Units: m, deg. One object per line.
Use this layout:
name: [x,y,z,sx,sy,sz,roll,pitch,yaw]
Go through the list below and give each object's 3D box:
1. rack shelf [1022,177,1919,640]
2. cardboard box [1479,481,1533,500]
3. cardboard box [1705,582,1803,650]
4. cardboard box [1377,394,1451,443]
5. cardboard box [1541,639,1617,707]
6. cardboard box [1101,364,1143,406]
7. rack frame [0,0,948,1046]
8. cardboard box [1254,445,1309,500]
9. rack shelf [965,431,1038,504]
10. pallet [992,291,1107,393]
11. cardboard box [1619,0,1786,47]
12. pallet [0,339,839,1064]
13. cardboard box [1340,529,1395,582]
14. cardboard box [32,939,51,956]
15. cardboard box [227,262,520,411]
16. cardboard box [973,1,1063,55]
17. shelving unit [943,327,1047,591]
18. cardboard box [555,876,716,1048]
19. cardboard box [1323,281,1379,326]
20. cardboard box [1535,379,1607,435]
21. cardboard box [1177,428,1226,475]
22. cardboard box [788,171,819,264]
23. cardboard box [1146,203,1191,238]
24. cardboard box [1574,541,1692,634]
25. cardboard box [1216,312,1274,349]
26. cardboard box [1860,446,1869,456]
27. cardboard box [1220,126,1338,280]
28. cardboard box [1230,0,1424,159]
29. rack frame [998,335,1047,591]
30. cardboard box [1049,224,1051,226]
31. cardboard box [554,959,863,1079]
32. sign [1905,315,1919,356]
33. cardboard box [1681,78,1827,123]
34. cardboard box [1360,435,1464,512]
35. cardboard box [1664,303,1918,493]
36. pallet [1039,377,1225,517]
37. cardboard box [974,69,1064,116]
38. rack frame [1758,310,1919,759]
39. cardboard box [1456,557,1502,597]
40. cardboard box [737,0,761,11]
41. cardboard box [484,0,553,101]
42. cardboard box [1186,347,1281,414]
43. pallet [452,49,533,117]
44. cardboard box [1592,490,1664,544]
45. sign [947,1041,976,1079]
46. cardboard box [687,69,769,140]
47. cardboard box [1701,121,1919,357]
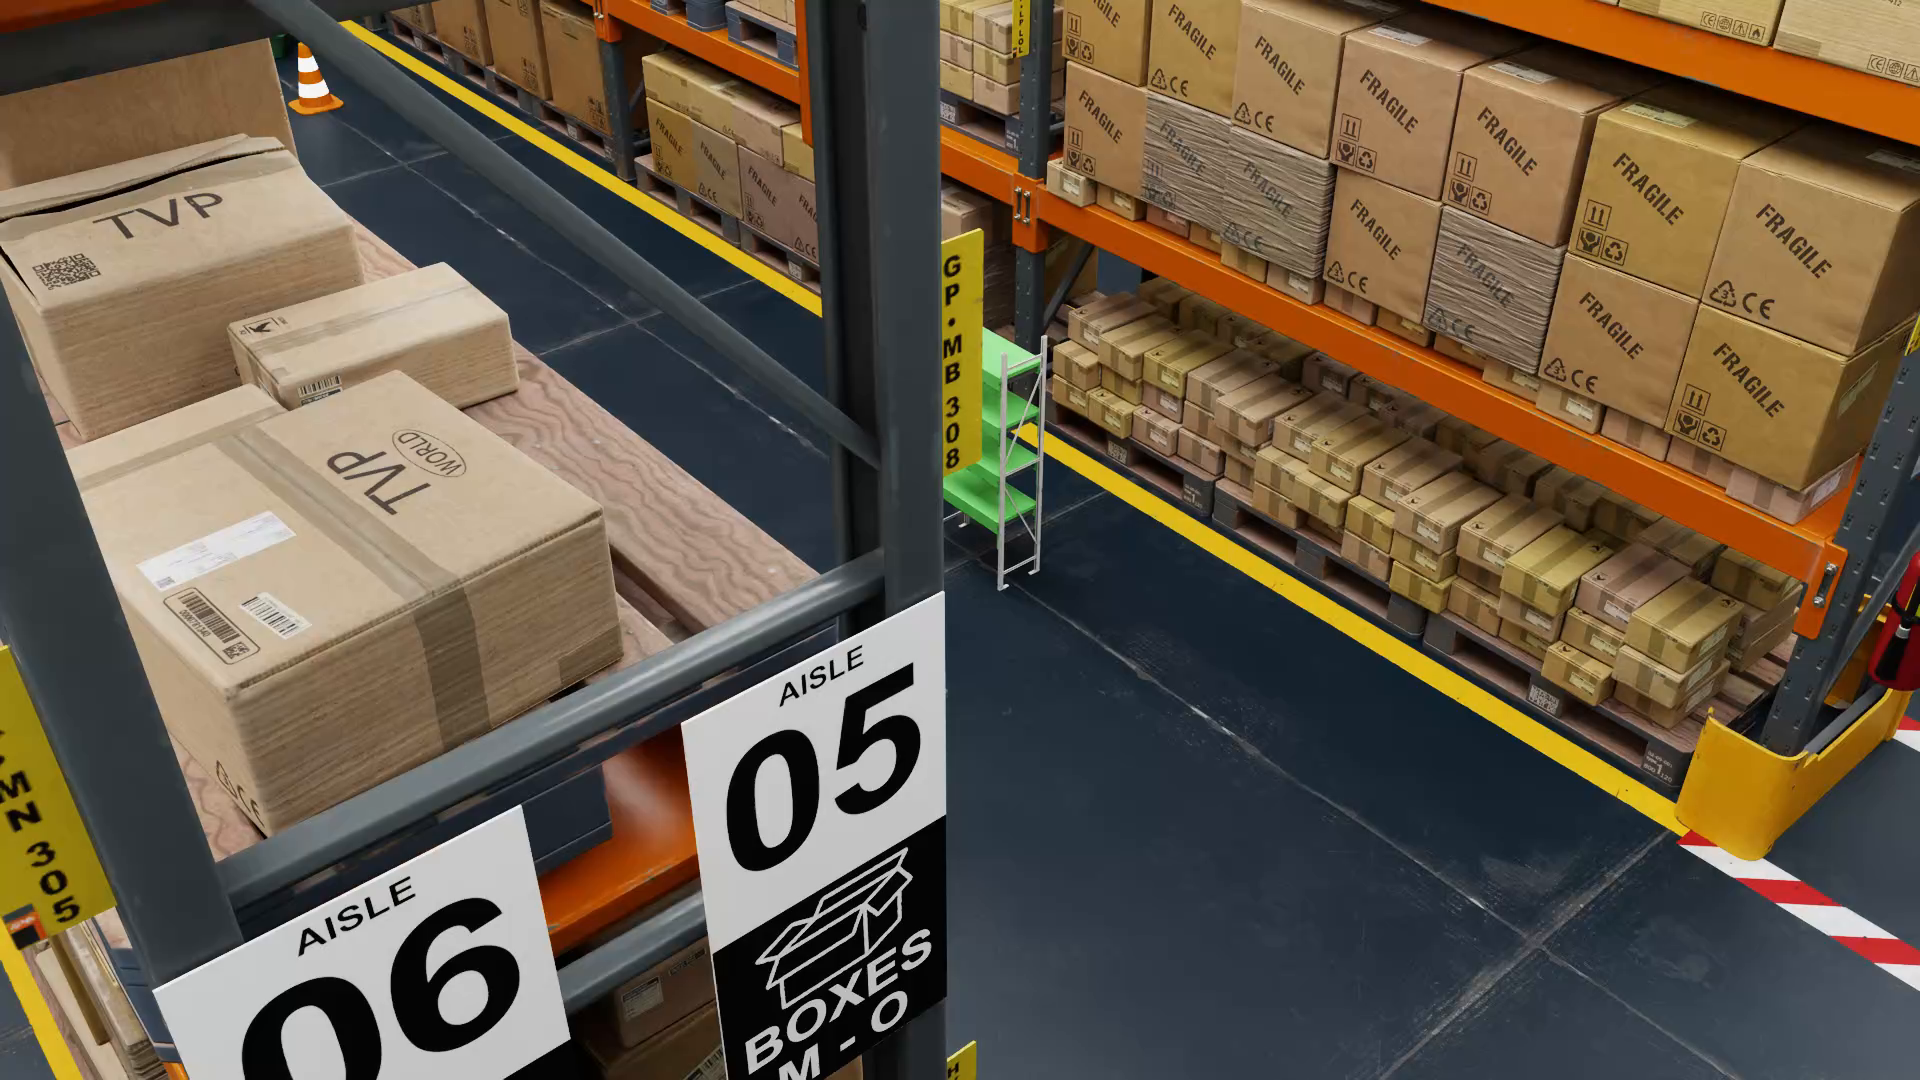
rack shelf: [1.986,-0.882,7.023,1.077,0.370,4.000,-26,43,-32]
cardboard box: [2.449,-0.202,7.285,0.380,0.149,0.250,-28,44,-34]
cardboard box: [3.135,0.251,6.646,0.380,0.149,0.250,-24,42,-30]
cardboard box: [2.099,-0.550,7.520,0.380,0.149,0.250,-26,43,-32]
cardboard box: [2.534,0.469,6.596,0.380,0.149,0.250,-25,42,-30]
cardboard box: [0.917,-0.830,8.173,0.380,0.149,0.250,-26,43,-31]
rack frame: [-0.439,-0.850,1.164,1.000,3.000,0.127,-26,43,-32]
cardboard box: [1.548,-0.351,7.496,0.380,0.149,0.250,-26,43,-32]
rack shelf: [0.107,-0.364,7.337,0.258,0.148,0.480,-26,43,-32]
pallet: [0.192,-1.264,9.352,1.003,0.211,1.213,-26,43,-32]
cardboard box: [2.446,-1.780,5.203,0.500,0.250,0.500,-26,43,-32]
pallet: [-0.926,0.087,2.514,1.003,0.211,1.213,-26,43,-32]
cardboard box: [1.887,-0.001,7.260,0.380,0.149,0.250,-25,42,-31]
cardboard box: [-2.697,1.024,5.563,0.875,0.438,0.875,-27,43,-32]
cardboard box: [-0.966,-0.302,2.753,0.380,0.149,0.250,-24,42,-30]
cardboard box: [0.287,-2.475,7.988,0.380,0.149,0.250,-24,42,-30]
shelving unit: [0.107,-0.417,7.300,0.258,1.200,0.503,-26,43,-32]
cardboard box: [-0.457,0.625,2.760,0.380,0.149,0.250,-25,42,-31]
cardboard box: [1.724,-1.045,6.847,0.380,0.149,0.250,-24,42,-30]
cardboard box: [2.363,-0.562,6.165,0.380,0.149,0.250,-25,42,-31]
cardboard box: [1.259,-0.485,7.943,0.380,0.149,0.250,-27,43,-33]
cardboard box: [-0.633,-1.898,9.633,0.500,0.500,0.500,-27,43,-33]
cardboard box: [1.064,-1.525,7.525,0.380,0.149,0.250,-28,44,-34]
cardboard box: [2.623,0.185,6.482,0.380,0.149,0.250,-25,42,-31]
cardboard box: [1.485,-1.044,8.218,0.380,0.149,0.250,-26,43,-32]
cardboard box: [3.318,-0.455,6.015,0.380,0.149,0.250,-26,43,-32]
cardboard box: [1.445,-1.457,6.868,0.500,0.500,0.500,-27,43,-33]
cardboard box: [1.448,-1.882,6.603,0.500,0.500,0.500,-25,42,-31]
rack frame: [0.264,-0.309,7.148,0.240,1.200,0.015,-26,43,-32]
cardboard box: [0.420,-1.941,9.046,0.500,0.250,0.500,-28,44,-34]
cardboard box: [-0.531,0.831,3.029,0.500,0.500,0.500,-27,43,-33]
sign: [2.840,-0.696,4.862,0.100,0.325,0.005,-26,43,-32]
cardboard box: [2.859,-1.381,5.895,0.500,0.500,0.500,-25,42,-31]
cardboard box: [1.939,-0.275,7.132,0.380,0.149,0.250,-28,44,-33]
cardboard box: [2.790,-0.557,5.598,0.500,0.500,0.500,-25,42,-31]
pallet: [1.156,-0.637,8.467,1.003,0.211,1.213,-26,43,-32]
cardboard box: [0.288,-2.229,8.156,0.380,0.149,0.250,-27,43,-33]
rack frame: [3.277,-0.293,5.568,1.000,3.000,0.127,-26,43,-32]
cardboard box: [2.287,0.066,6.908,0.380,0.149,0.250,-27,43,-32]
cardboard box: [-1.055,-3.148,9.454,0.380,0.149,0.250,-25,42,-30]
cardboard box: [-2.777,-3.765,12.054,1.050,0.750,0.750,-25,42,-31]
cardboard box: [1.279,-0.736,7.783,0.380,0.149,0.250,-27,43,-33]
pallet: [-3.120,-3.601,12.652,1.003,0.211,1.213,-26,43,-32]
cardboard box: [2.864,-0.137,6.937,0.380,0.149,0.250,-26,43,-32]
sign: [-0.012,1.008,2.914,0.100,0.325,0.005,-26,43,-32]
cardboard box: [-1.298,-2.663,10.066,0.500,0.250,0.500,-27,43,-32]
cardboard box: [2.791,-0.972,5.318,0.500,0.500,0.500,-27,43,-33]
